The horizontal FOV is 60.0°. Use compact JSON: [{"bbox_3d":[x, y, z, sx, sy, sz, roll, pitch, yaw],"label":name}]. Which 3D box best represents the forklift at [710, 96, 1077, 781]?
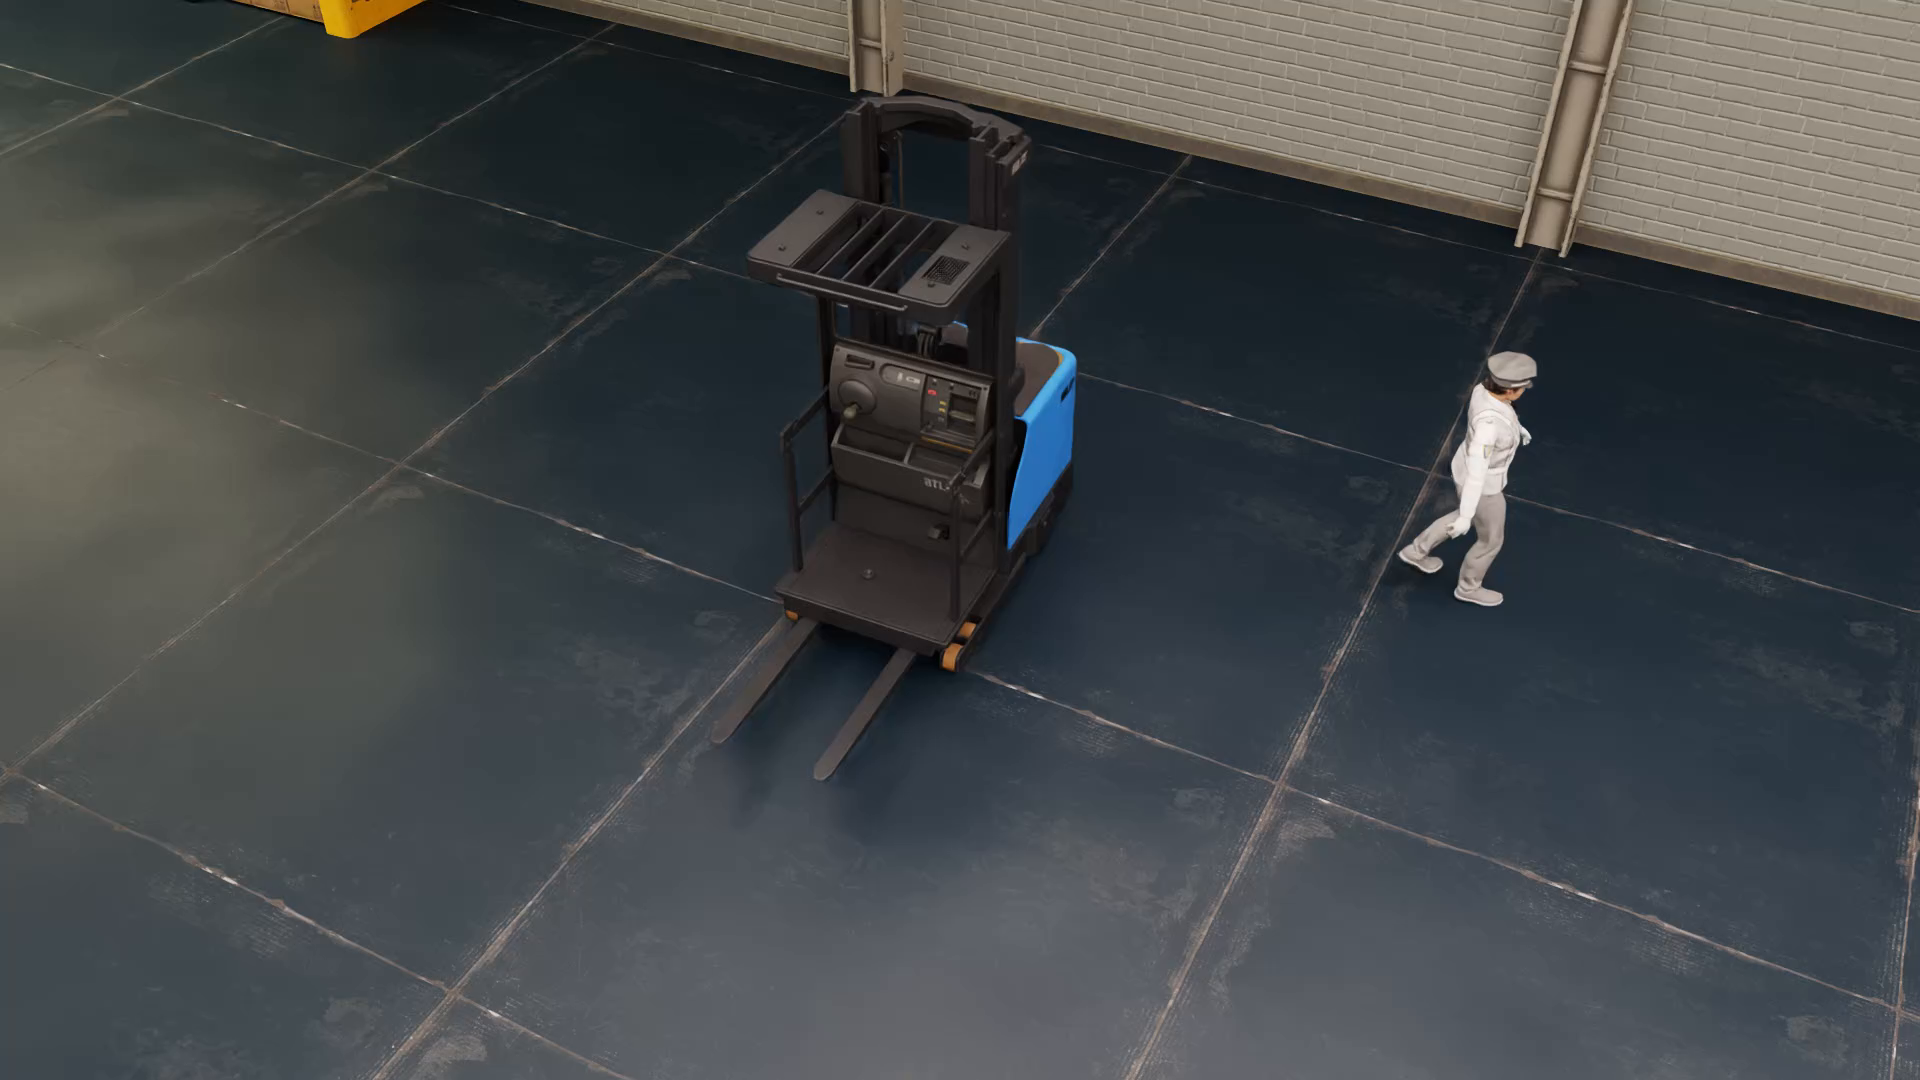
[{"bbox_3d":[-0.365,-0.699,8.816,1.130,2.935,3.031,17,43,19],"label":"forklift"}]

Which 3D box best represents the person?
[{"bbox_3d":[2.928,-0.323,9.374,0.653,1.652,0.787,3,40,4],"label":"person"}]
